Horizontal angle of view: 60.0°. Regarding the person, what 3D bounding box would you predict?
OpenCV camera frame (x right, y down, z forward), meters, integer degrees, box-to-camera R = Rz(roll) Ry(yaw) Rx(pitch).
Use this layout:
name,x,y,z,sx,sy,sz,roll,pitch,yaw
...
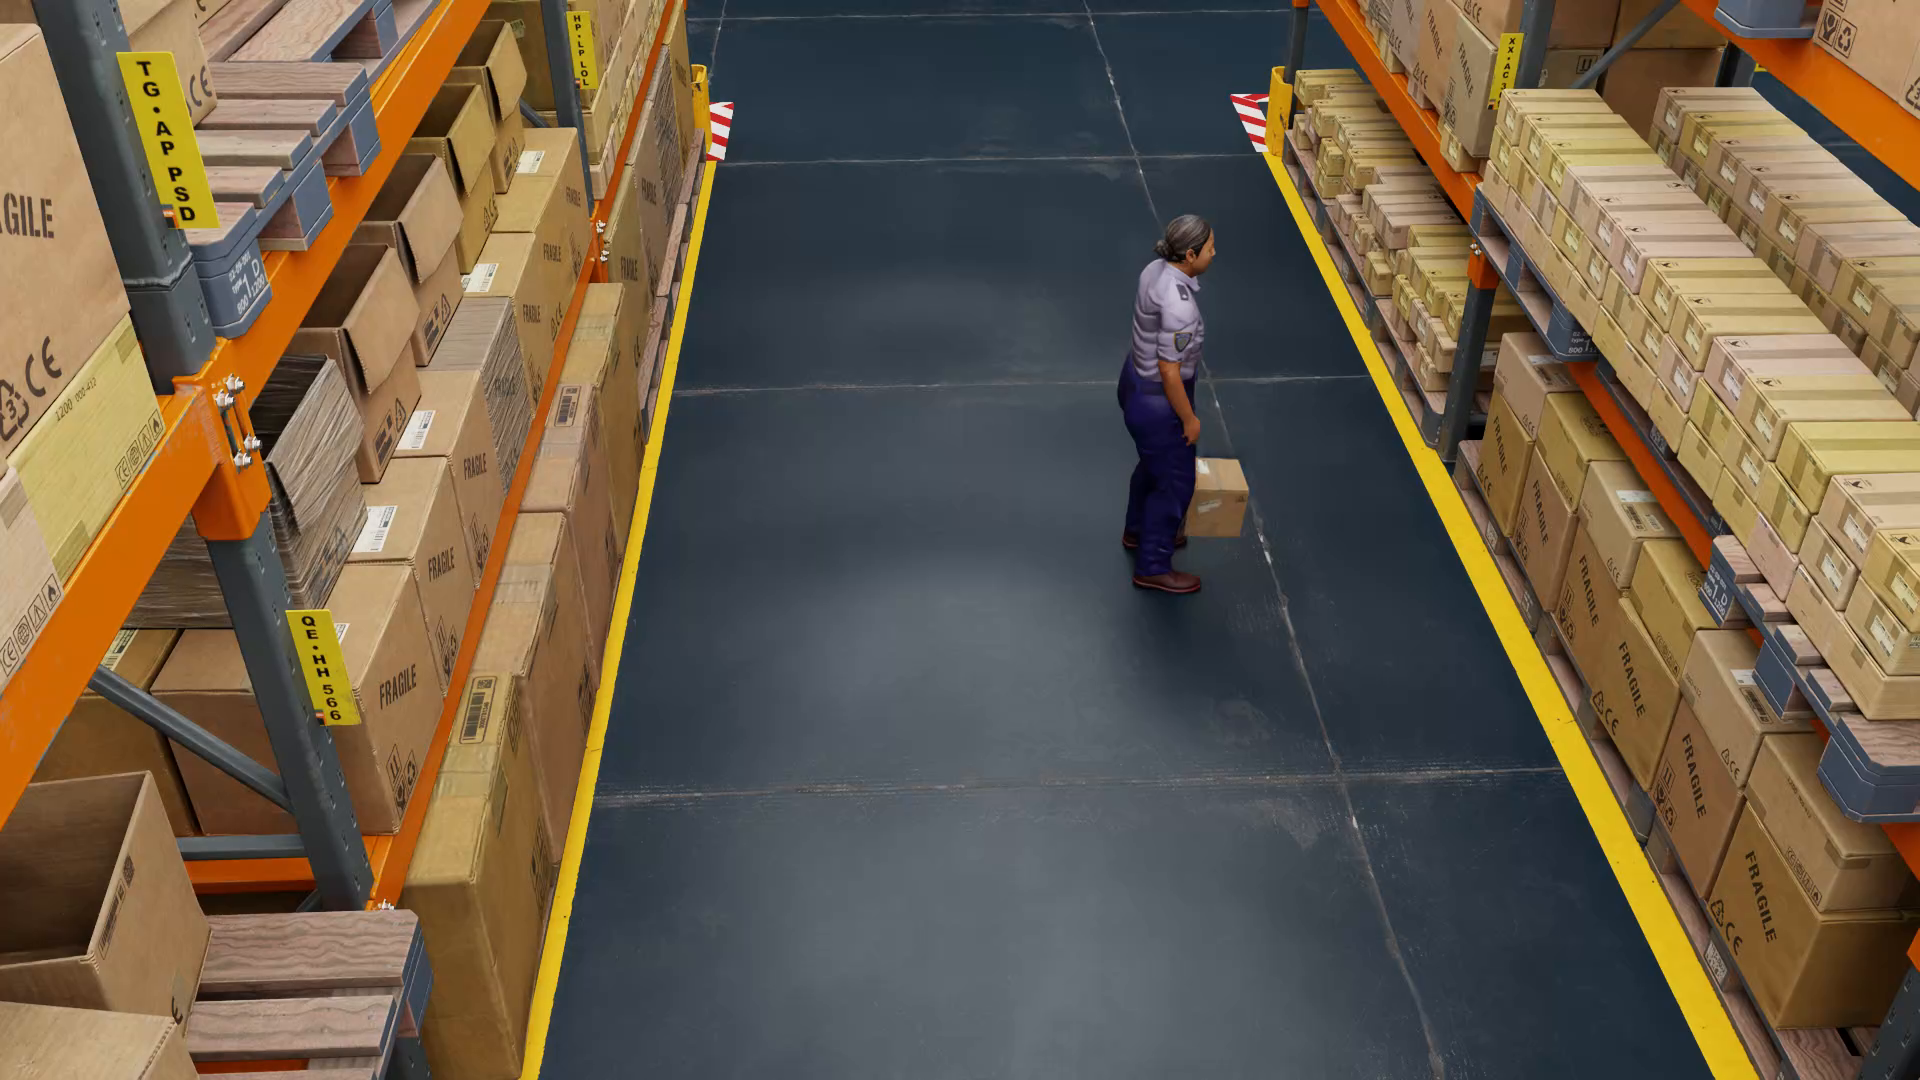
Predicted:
name,x,y,z,sx,sy,sz,roll,pitch,yaw
person,0.858,-0.581,6.967,0.371,1.654,0.532,-3,36,-4
